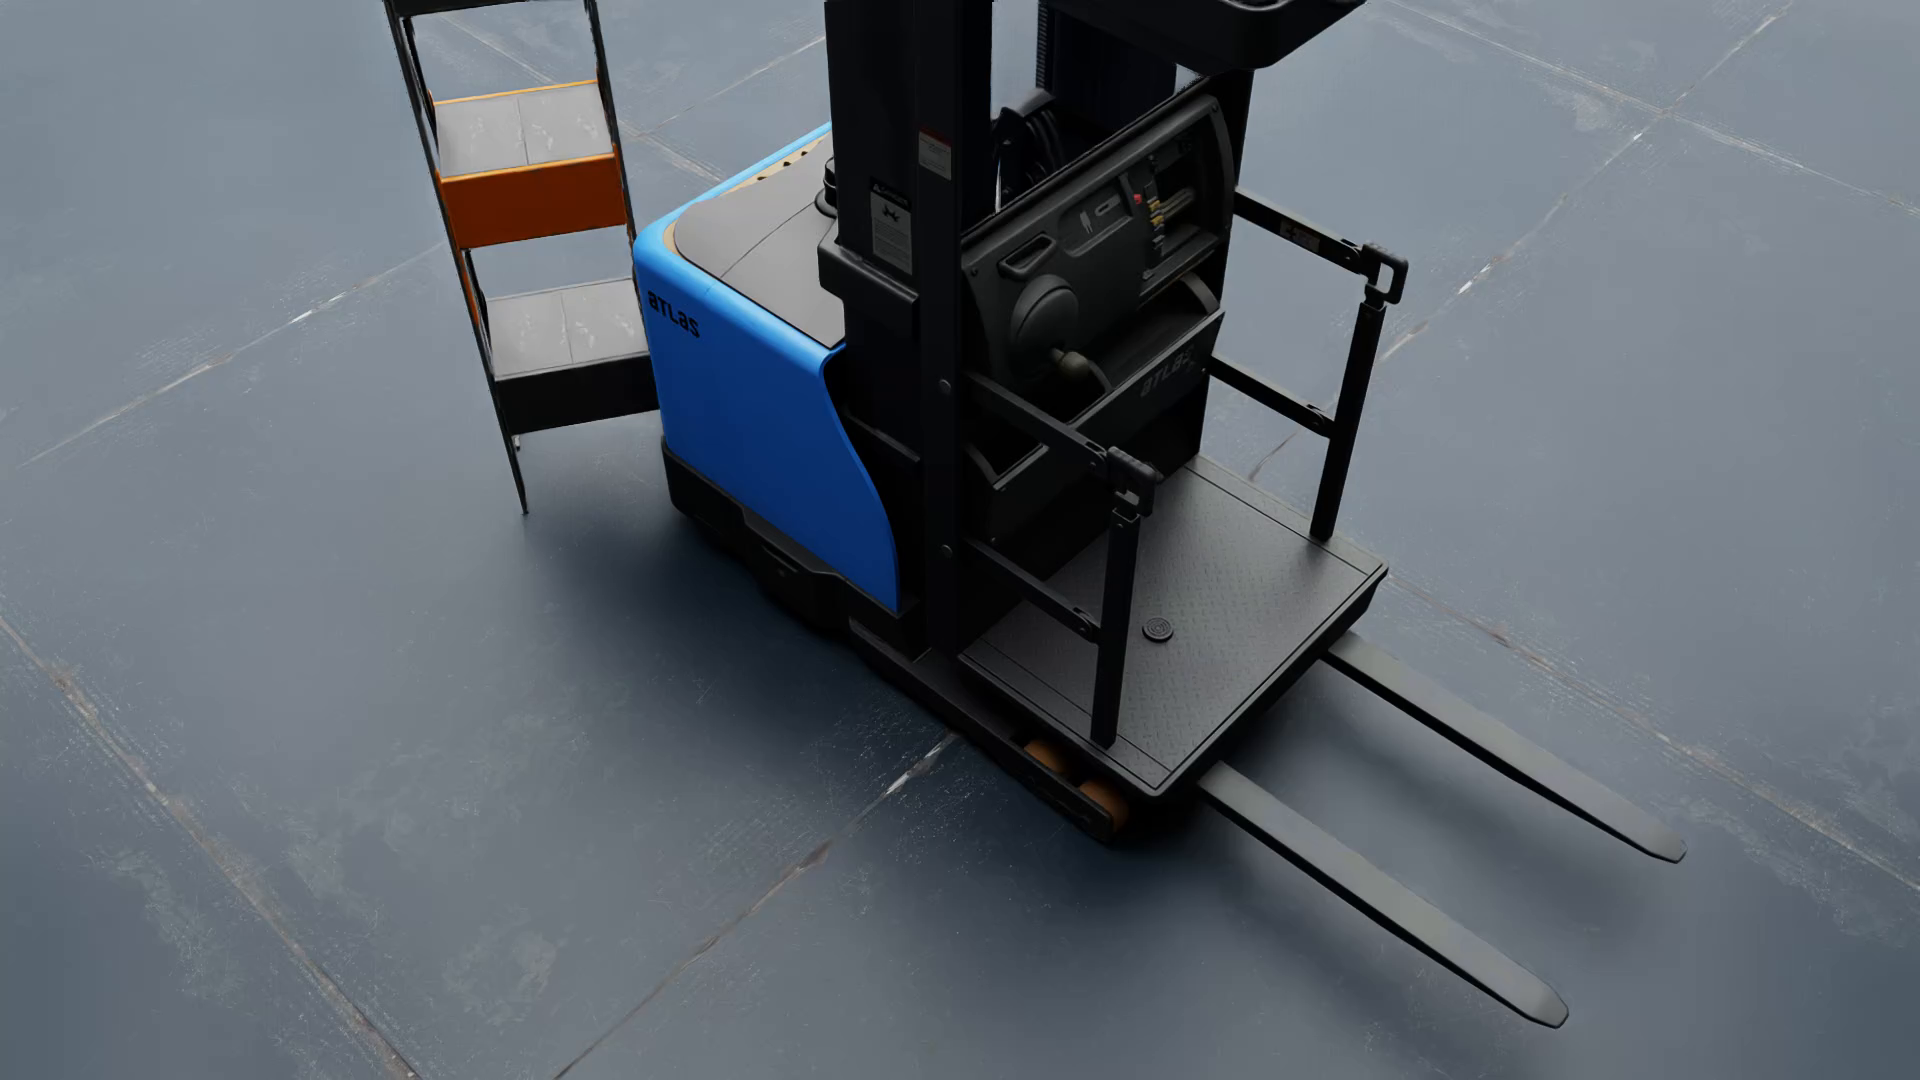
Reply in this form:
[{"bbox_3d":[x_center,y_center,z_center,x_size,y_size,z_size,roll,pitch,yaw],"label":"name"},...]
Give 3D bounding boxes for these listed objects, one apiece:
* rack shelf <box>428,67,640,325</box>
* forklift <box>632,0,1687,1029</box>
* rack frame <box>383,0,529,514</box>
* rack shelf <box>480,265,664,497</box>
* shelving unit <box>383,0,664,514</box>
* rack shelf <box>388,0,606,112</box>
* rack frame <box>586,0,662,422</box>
[{"bbox_3d":[-1.208,-0.982,4.750,0.480,0.518,0.431,-11,48,-10],"label":"rack shelf"},{"bbox_3d":[0.505,-0.636,3.837,3.031,2.935,1.130,34,55,28],"label":"forklift"},{"bbox_3d":[-1.443,-0.945,4.697,0.015,2.100,0.400,-11,48,-10],"label":"rack frame"},{"bbox_3d":[-1.208,-0.503,5.261,0.480,0.518,0.431,-11,48,-10],"label":"rack shelf"},{"bbox_3d":[-1.208,-0.991,4.740,0.503,2.100,0.431,-11,48,-10],"label":"shelving unit"},{"bbox_3d":[-1.208,-1.461,4.240,0.480,0.518,0.431,-11,48,-10],"label":"rack shelf"},{"bbox_3d":[-0.972,-1.038,4.784,0.015,2.100,0.400,-11,48,-10],"label":"rack frame"}]
